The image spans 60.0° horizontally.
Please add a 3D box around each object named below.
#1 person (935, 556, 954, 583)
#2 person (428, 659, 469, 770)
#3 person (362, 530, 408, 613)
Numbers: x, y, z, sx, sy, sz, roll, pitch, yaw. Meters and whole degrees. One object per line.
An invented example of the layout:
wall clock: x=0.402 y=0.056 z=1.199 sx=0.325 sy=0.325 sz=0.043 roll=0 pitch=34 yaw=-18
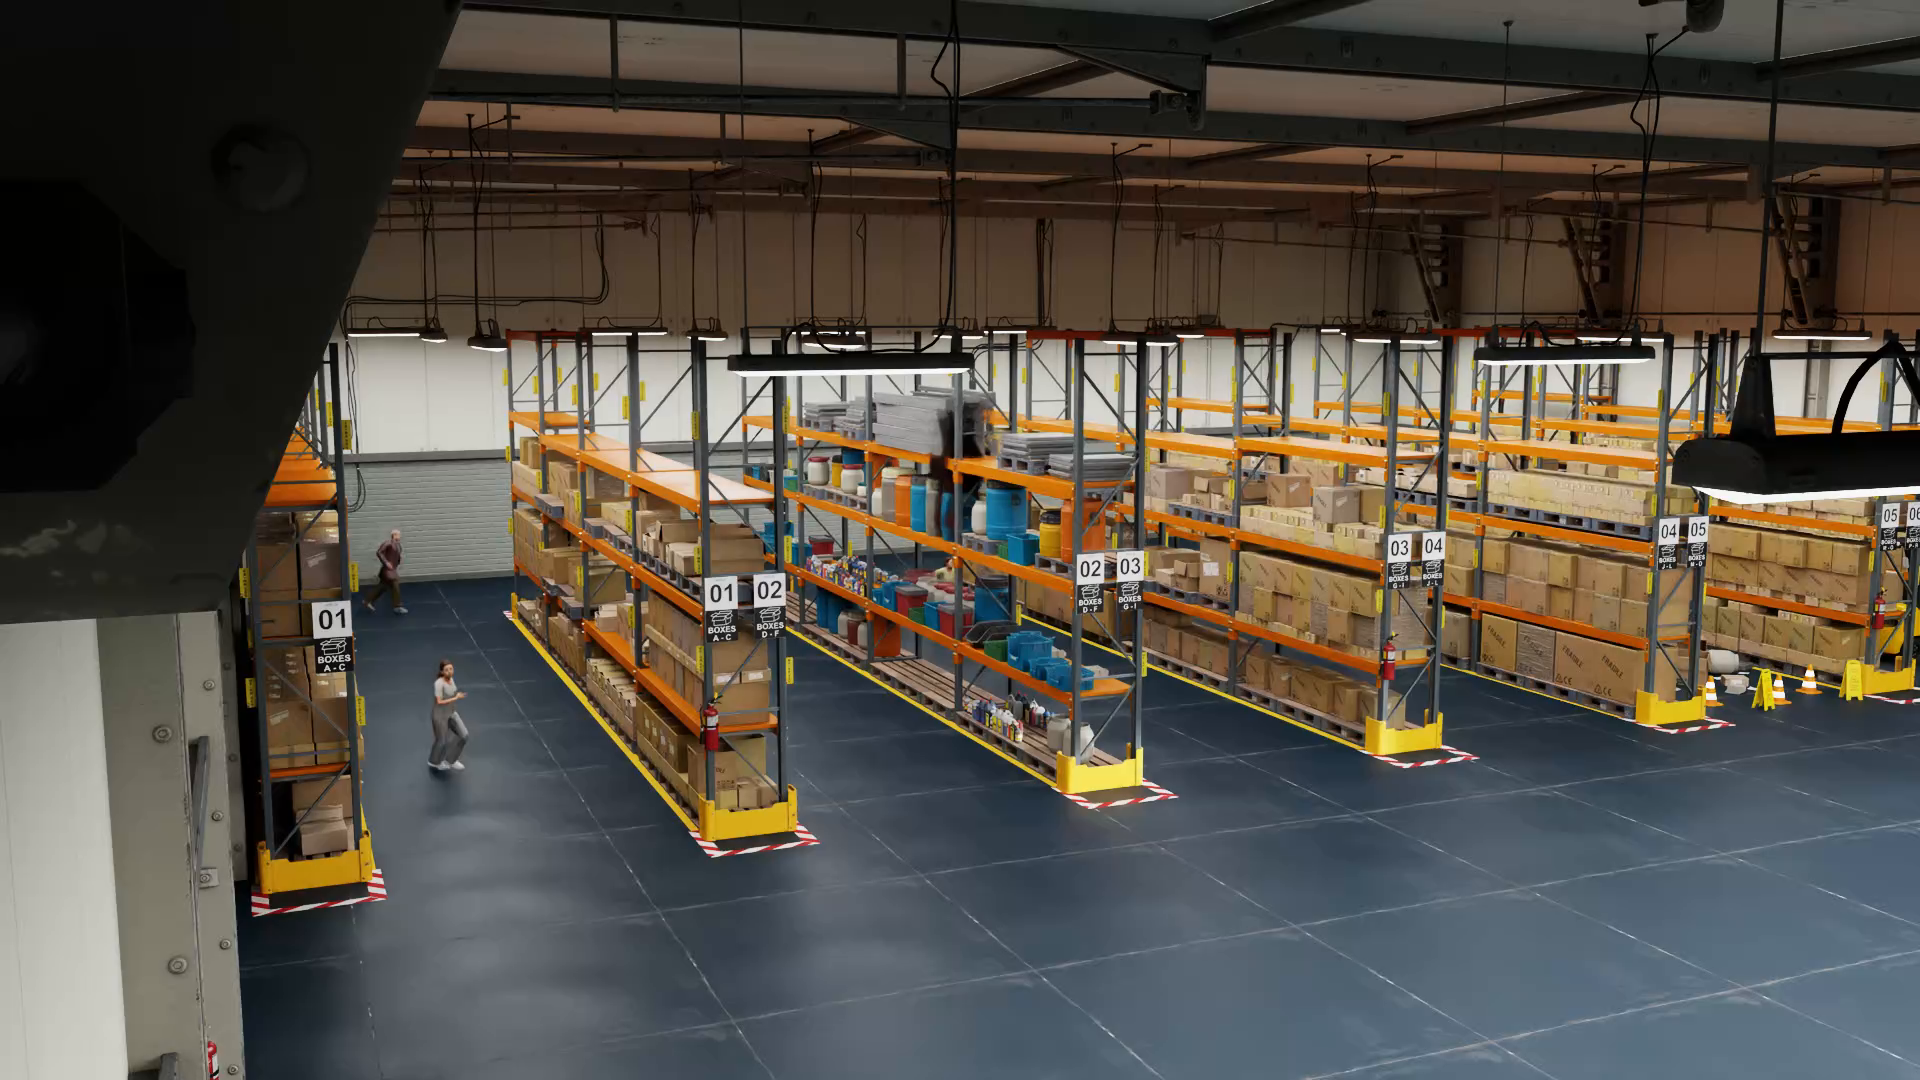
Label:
person: x=-0.308 y=1.091 z=32.792 sx=0.573 sy=1.604 sz=0.626 roll=-6 pitch=10 yaw=-37
person: x=-7.095 y=2.433 z=22.866 sx=0.833 sy=1.625 sz=0.533 roll=4 pitch=9 yaw=25
person: x=-12.216 y=0.649 z=35.421 sx=1.035 sy=1.737 sz=0.735 roll=0 pitch=8 yaw=-2
